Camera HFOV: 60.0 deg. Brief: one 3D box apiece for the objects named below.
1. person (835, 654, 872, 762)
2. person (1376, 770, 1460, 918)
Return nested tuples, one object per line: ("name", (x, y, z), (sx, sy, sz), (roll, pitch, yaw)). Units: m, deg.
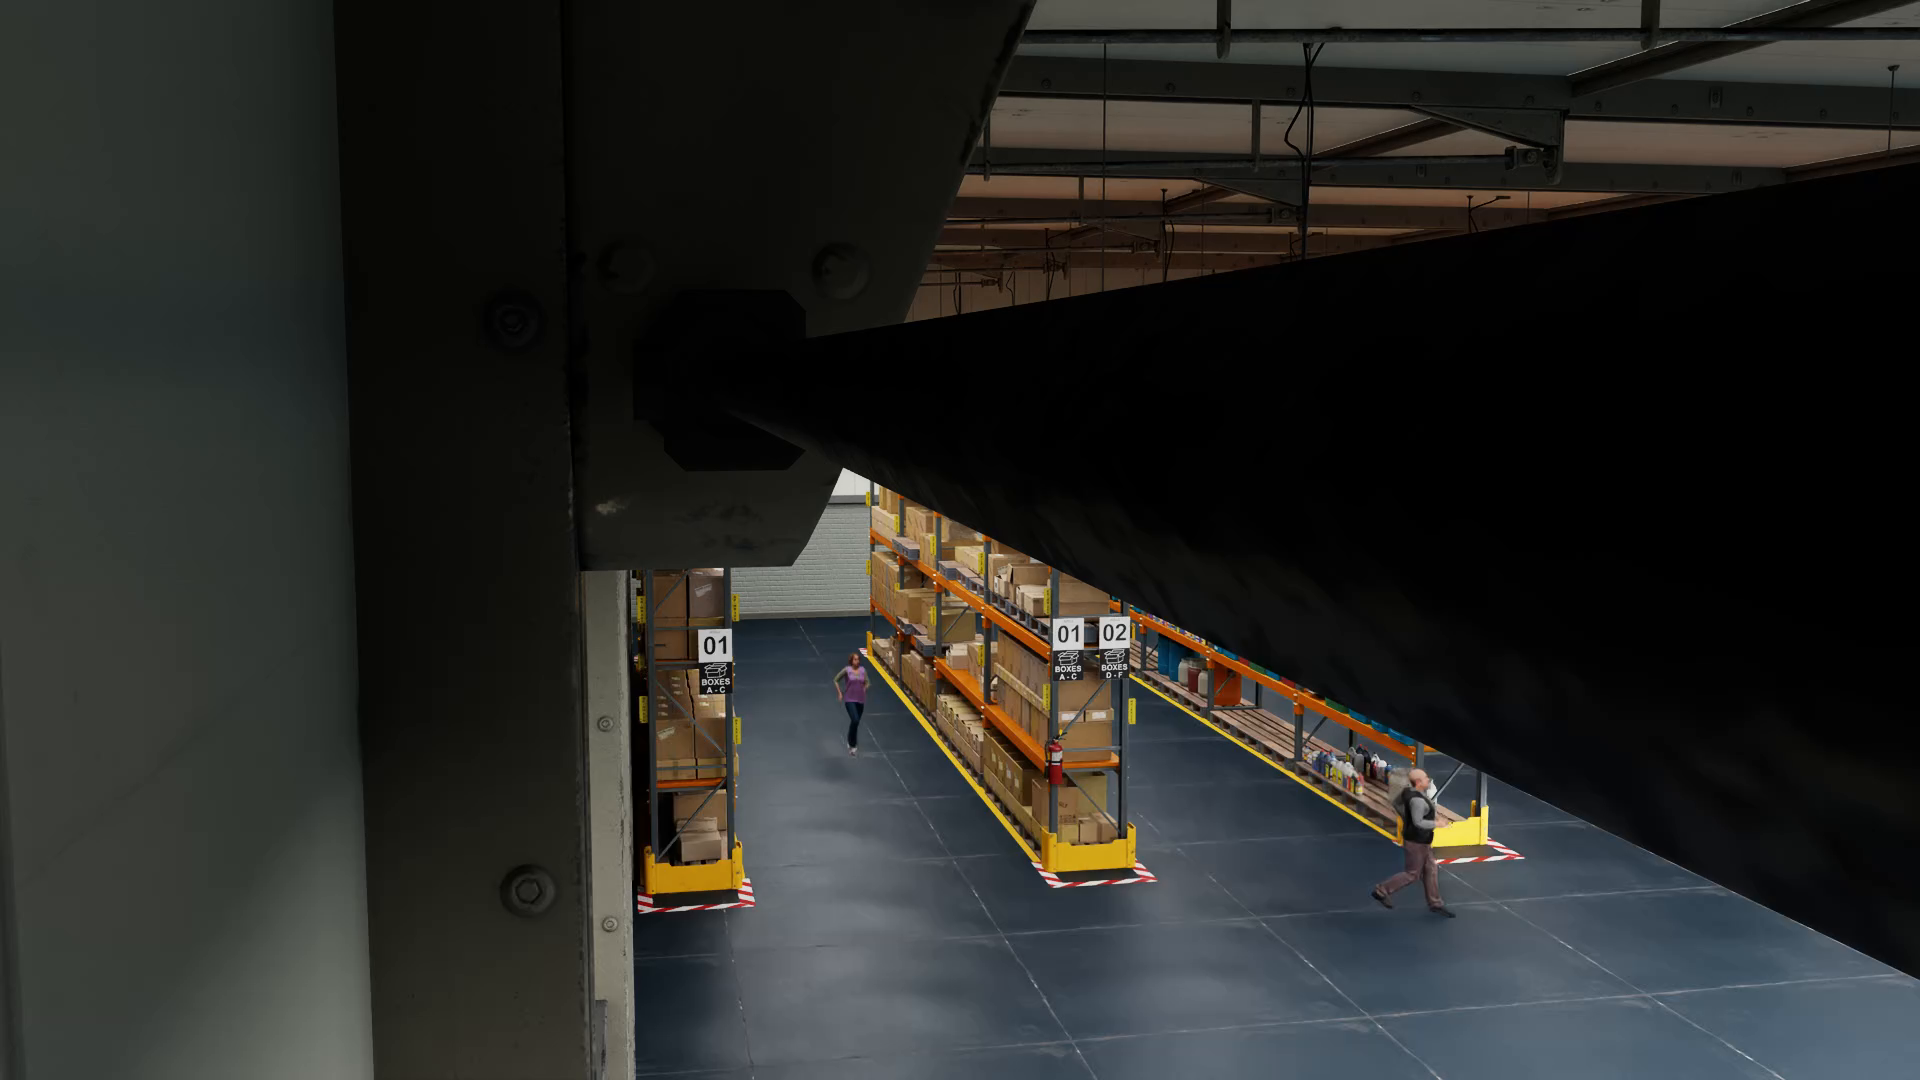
("person", (-1.629, 2.593, 25.906), (0.505, 1.630, 0.703), (-3, 7, -29))
("person", (5.271, 3.490, 19.068), (0.946, 1.725, 0.661), (1, 6, 10))
